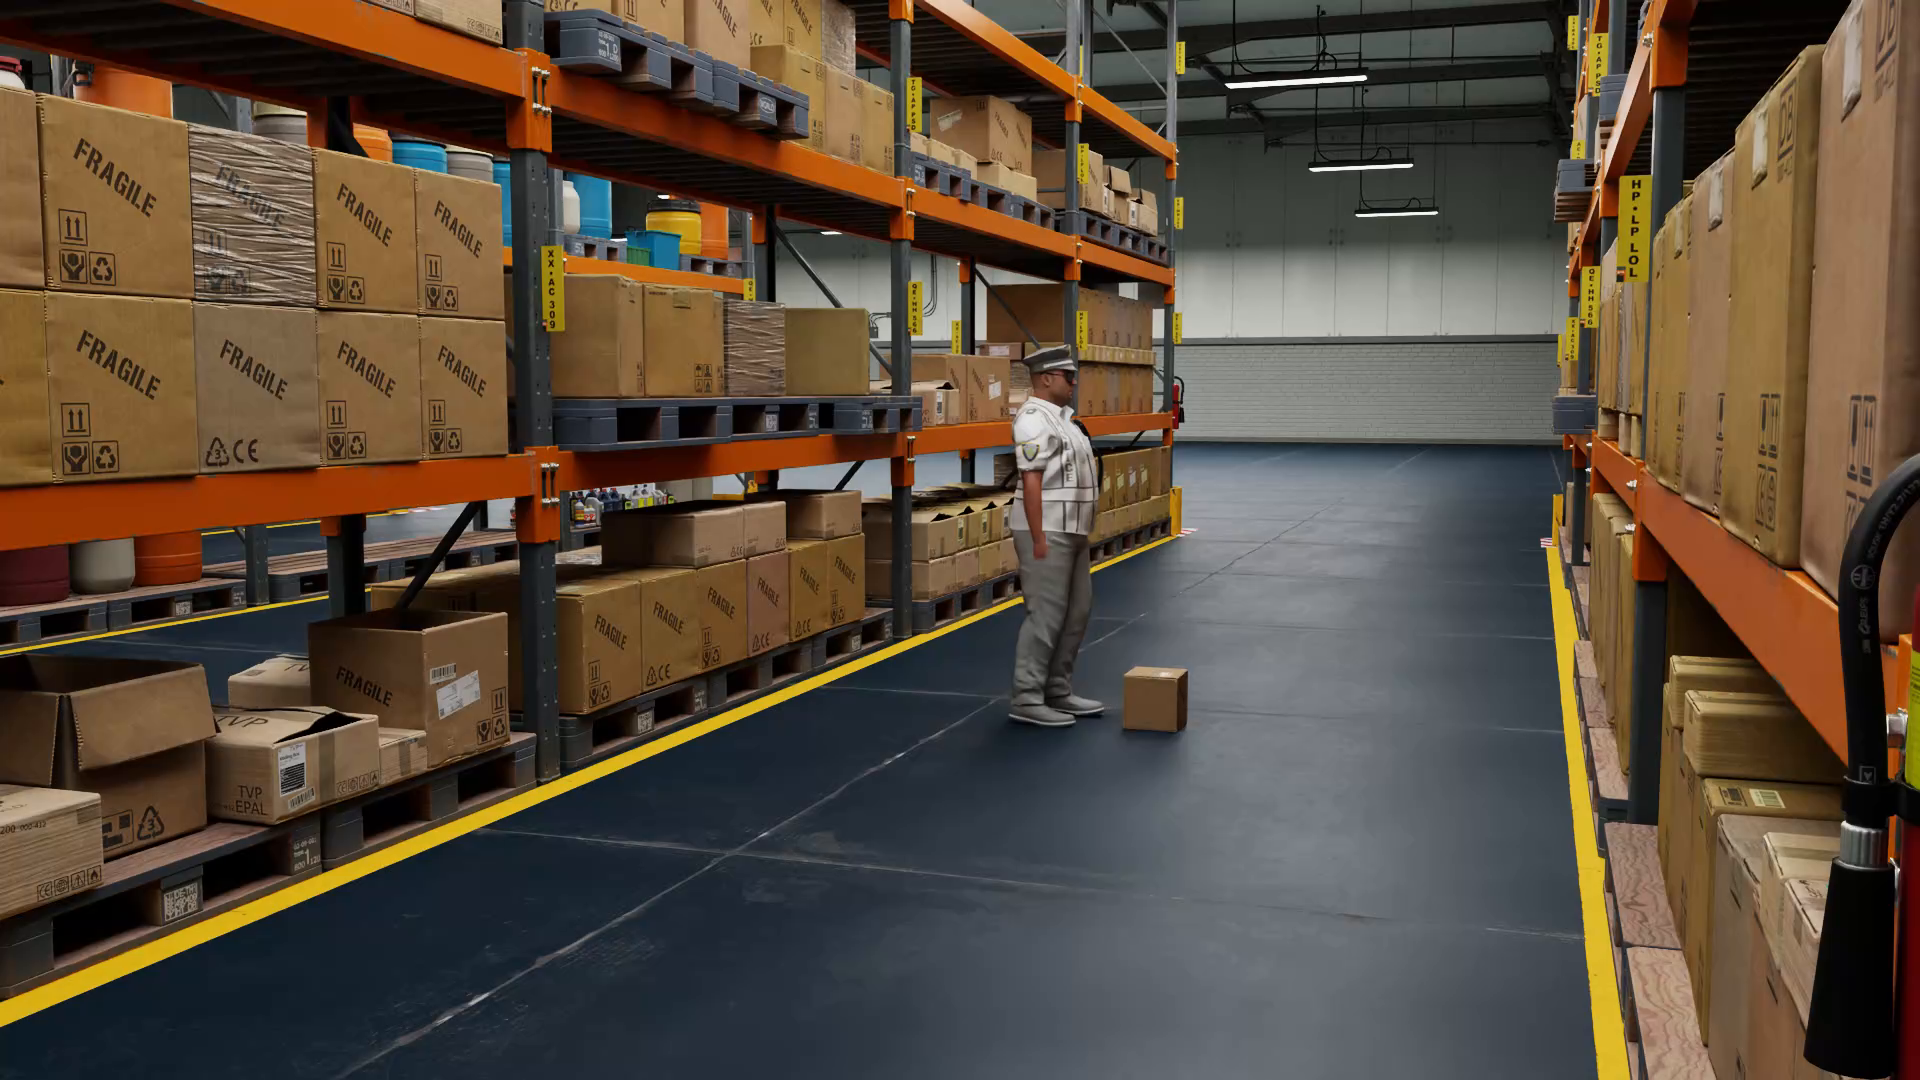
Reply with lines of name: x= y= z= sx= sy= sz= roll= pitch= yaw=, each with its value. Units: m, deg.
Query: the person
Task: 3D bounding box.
person: x=0.456 y=-0.031 z=7.777 sx=0.400 sy=1.764 sz=0.527 roll=2 pitch=5 yaw=20
